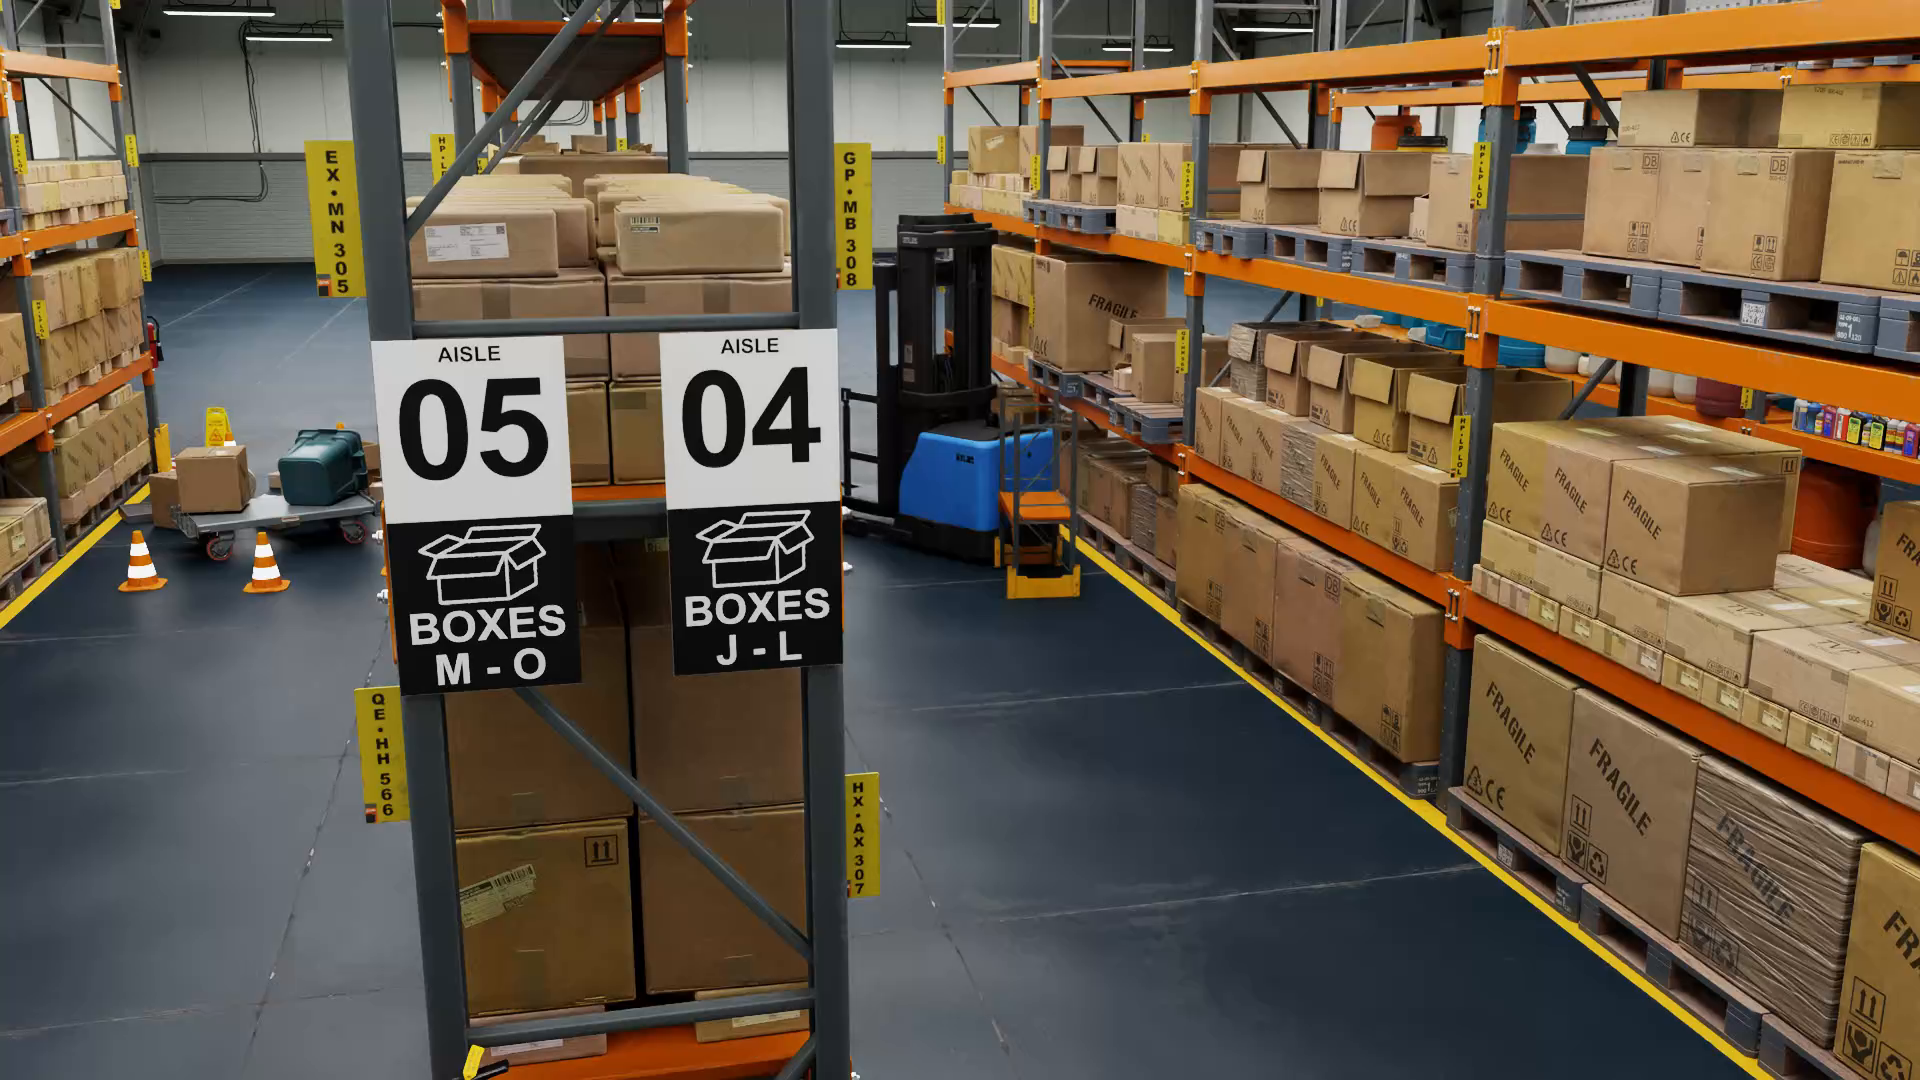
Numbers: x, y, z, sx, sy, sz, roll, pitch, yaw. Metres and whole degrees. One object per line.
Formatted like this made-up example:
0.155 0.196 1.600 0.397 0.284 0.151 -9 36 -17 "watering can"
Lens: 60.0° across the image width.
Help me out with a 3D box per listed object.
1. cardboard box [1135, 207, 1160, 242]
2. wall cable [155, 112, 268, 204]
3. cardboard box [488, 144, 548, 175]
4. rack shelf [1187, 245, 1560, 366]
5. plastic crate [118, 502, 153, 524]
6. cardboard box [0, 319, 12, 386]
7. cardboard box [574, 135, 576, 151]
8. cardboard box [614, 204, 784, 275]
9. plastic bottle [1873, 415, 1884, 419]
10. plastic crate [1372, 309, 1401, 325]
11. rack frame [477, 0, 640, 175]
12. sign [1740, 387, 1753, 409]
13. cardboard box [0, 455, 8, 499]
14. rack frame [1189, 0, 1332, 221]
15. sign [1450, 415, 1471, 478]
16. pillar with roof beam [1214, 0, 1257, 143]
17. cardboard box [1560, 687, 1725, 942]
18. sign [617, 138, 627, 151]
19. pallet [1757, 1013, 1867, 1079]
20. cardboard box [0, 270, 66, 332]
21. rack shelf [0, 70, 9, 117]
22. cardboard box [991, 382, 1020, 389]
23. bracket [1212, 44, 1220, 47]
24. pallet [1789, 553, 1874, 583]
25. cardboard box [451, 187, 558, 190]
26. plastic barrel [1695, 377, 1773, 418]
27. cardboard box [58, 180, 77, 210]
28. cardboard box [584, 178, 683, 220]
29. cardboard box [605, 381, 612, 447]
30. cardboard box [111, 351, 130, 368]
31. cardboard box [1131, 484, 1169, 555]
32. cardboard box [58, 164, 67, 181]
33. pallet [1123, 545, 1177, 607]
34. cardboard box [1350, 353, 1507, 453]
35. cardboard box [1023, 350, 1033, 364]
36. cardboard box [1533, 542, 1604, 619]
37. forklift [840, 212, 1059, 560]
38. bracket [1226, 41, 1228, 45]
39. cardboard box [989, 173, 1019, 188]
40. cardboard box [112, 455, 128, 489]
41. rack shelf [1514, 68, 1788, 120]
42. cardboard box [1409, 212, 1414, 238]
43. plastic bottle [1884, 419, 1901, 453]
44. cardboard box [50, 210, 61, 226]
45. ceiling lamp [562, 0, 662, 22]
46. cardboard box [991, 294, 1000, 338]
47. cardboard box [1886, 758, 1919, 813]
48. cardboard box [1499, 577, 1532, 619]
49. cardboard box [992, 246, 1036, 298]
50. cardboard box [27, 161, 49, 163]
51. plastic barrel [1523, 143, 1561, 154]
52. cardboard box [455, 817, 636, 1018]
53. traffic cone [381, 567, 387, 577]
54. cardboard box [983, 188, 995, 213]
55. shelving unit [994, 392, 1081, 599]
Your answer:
1.711 -2.510 13.200 0.500 0.250 0.500 -3 14 -13 "cardboard box"
-21.310 -10.801 47.042 3.097 2.526 0.112 -3 14 -13 "wall cable"
-2.707 -2.313 10.253 0.396 0.266 0.258 -3 14 -13 "cardboard box"
2.660 -1.563 10.521 1.077 0.370 4.000 -3 14 -13 "rack shelf"
-7.954 -0.276 16.212 0.402 0.080 0.583 -9 16 -33 "plastic crate"
-7.933 -1.476 13.247 0.500 0.500 0.500 -3 14 -13 "cardboard box"
-3.529 -3.840 16.079 0.380 0.149 0.250 -4 14 -14 "cardboard box"
-0.631 -0.726 4.003 0.380 0.149 0.250 -3 14 -14 "cardboard box"
7.514 -1.066 13.539 0.061 0.283 0.133 -3 14 -13 "plastic bottle"
5.534 -2.867 20.977 0.499 0.251 0.616 -3 14 -13 "plastic crate"
-2.655 -3.577 10.932 1.000 3.000 0.127 -3 14 -13 "rack frame"
6.472 -1.239 13.658 0.100 0.325 0.005 -3 14 -13 "sign"
-8.782 -0.641 14.881 0.500 0.500 0.500 -3 14 -14 "cardboard box"
2.190 -3.831 11.968 1.000 3.000 0.127 -3 14 -13 "rack frame"
2.605 -0.485 8.642 0.100 0.325 0.005 -3 14 -13 "sign"
4.531 -13.072 49.794 9.100 9.000 0.548 -3 14 -13 "pillar with roof beam"
3.418 1.199 7.614 0.875 0.875 0.875 -3 14 -13 "cardboard box"
-3.069 -3.479 15.099 0.100 0.325 0.005 -3 14 -13 "sign"
3.805 2.104 6.194 1.003 0.211 1.213 -3 14 -13 "pallet"
-8.275 -2.079 14.495 0.700 0.500 0.500 -3 14 -14 "cardboard box"
-7.912 -3.196 11.728 1.077 0.370 4.000 -3 14 -13 "rack shelf"
0.442 -1.606 19.887 0.500 0.500 0.500 -1 14 -3 "cardboard box"
7.855 -15.547 52.340 0.076 0.066 3.189 -3 14 -13 "bracket"
7.230 0.342 13.406 1.003 0.211 1.213 -3 14 -13 "pallet"
-1.479 -1.055 5.350 0.380 0.149 0.250 -4 14 -15 "cardboard box"
6.601 -1.349 14.163 0.600 0.536 0.708 -3 14 -13 "plastic barrel"
-8.454 -3.167 15.261 0.500 0.250 0.500 -3 14 -13 "cardboard box"
-1.259 -1.323 6.446 0.380 0.149 0.250 -3 14 -11 "cardboard box"
-0.752 -0.441 4.732 0.500 0.250 0.500 -3 14 -11 "cardboard box"
-8.729 -1.843 17.001 0.380 0.149 0.250 -3 14 -12 "cardboard box"
1.871 -0.196 14.073 0.700 0.500 0.500 -5 14 -18 "cardboard box"
-8.498 -3.397 15.364 0.380 0.149 0.250 -3 14 -14 "cardboard box"
2.008 0.258 13.749 1.003 0.211 1.213 -3 14 -13 "pallet"
2.822 -0.835 10.024 0.797 0.503 0.637 -3 14 -13 "cardboard box"
0.865 -1.869 17.111 0.380 0.149 0.250 -3 14 -13 "cardboard box"
3.097 0.173 7.911 0.500 0.250 0.500 -3 14 -13 "cardboard box"
-0.506 -1.528 15.327 3.031 2.935 1.130 13 19 43 "forklift"
8.273 -15.136 50.660 0.235 0.232 0.430 -3 14 -13 "bracket"
0.528 -3.906 18.075 0.380 0.149 0.250 -3 14 -14 "cardboard box"
-8.628 -0.666 16.564 0.500 0.250 0.500 -4 14 -15 "cardboard box"
6.535 -4.024 15.119 1.077 0.370 4.000 -3 14 -13 "rack shelf"
2.926 -1.884 9.967 0.380 0.149 0.250 -4 14 -15 "cardboard box"
6.987 -0.793 12.446 0.097 0.271 0.097 0 14 0 "plastic bottle"
-8.462 -2.944 15.189 0.380 0.149 0.250 -4 14 -15 "cardboard box"
-7.057 -12.075 33.416 2.000 3.185 0.800 -3 14 -13 "ceiling lamp"
0.829 -2.484 18.260 0.875 0.500 0.500 -3 14 -13 "cardboard box"
3.545 0.869 5.900 0.380 0.149 0.250 -3 14 -13 "cardboard box"
2.938 0.276 8.329 0.380 0.149 0.250 -4 14 -15 "cardboard box"
0.642 -2.837 17.597 0.500 0.500 0.500 -3 14 -13 "cardboard box"
-9.363 -3.720 16.686 0.380 0.149 0.250 -3 14 -13 "cardboard box"
6.155 -3.941 17.619 0.421 0.512 0.421 0 14 0 "plastic barrel"
-1.132 0.900 4.408 0.500 0.500 0.500 -3 14 -12 "cardboard box"
-4.747 0.040 14.111 0.336 0.463 0.334 -3 14 -13 "traffic cone"
0.540 -3.668 17.937 0.500 0.250 0.500 -3 14 -12 "cardboard box"
0.631 -0.392 13.695 0.587 1.500 1.083 -1 14 -5 "shelving unit"
